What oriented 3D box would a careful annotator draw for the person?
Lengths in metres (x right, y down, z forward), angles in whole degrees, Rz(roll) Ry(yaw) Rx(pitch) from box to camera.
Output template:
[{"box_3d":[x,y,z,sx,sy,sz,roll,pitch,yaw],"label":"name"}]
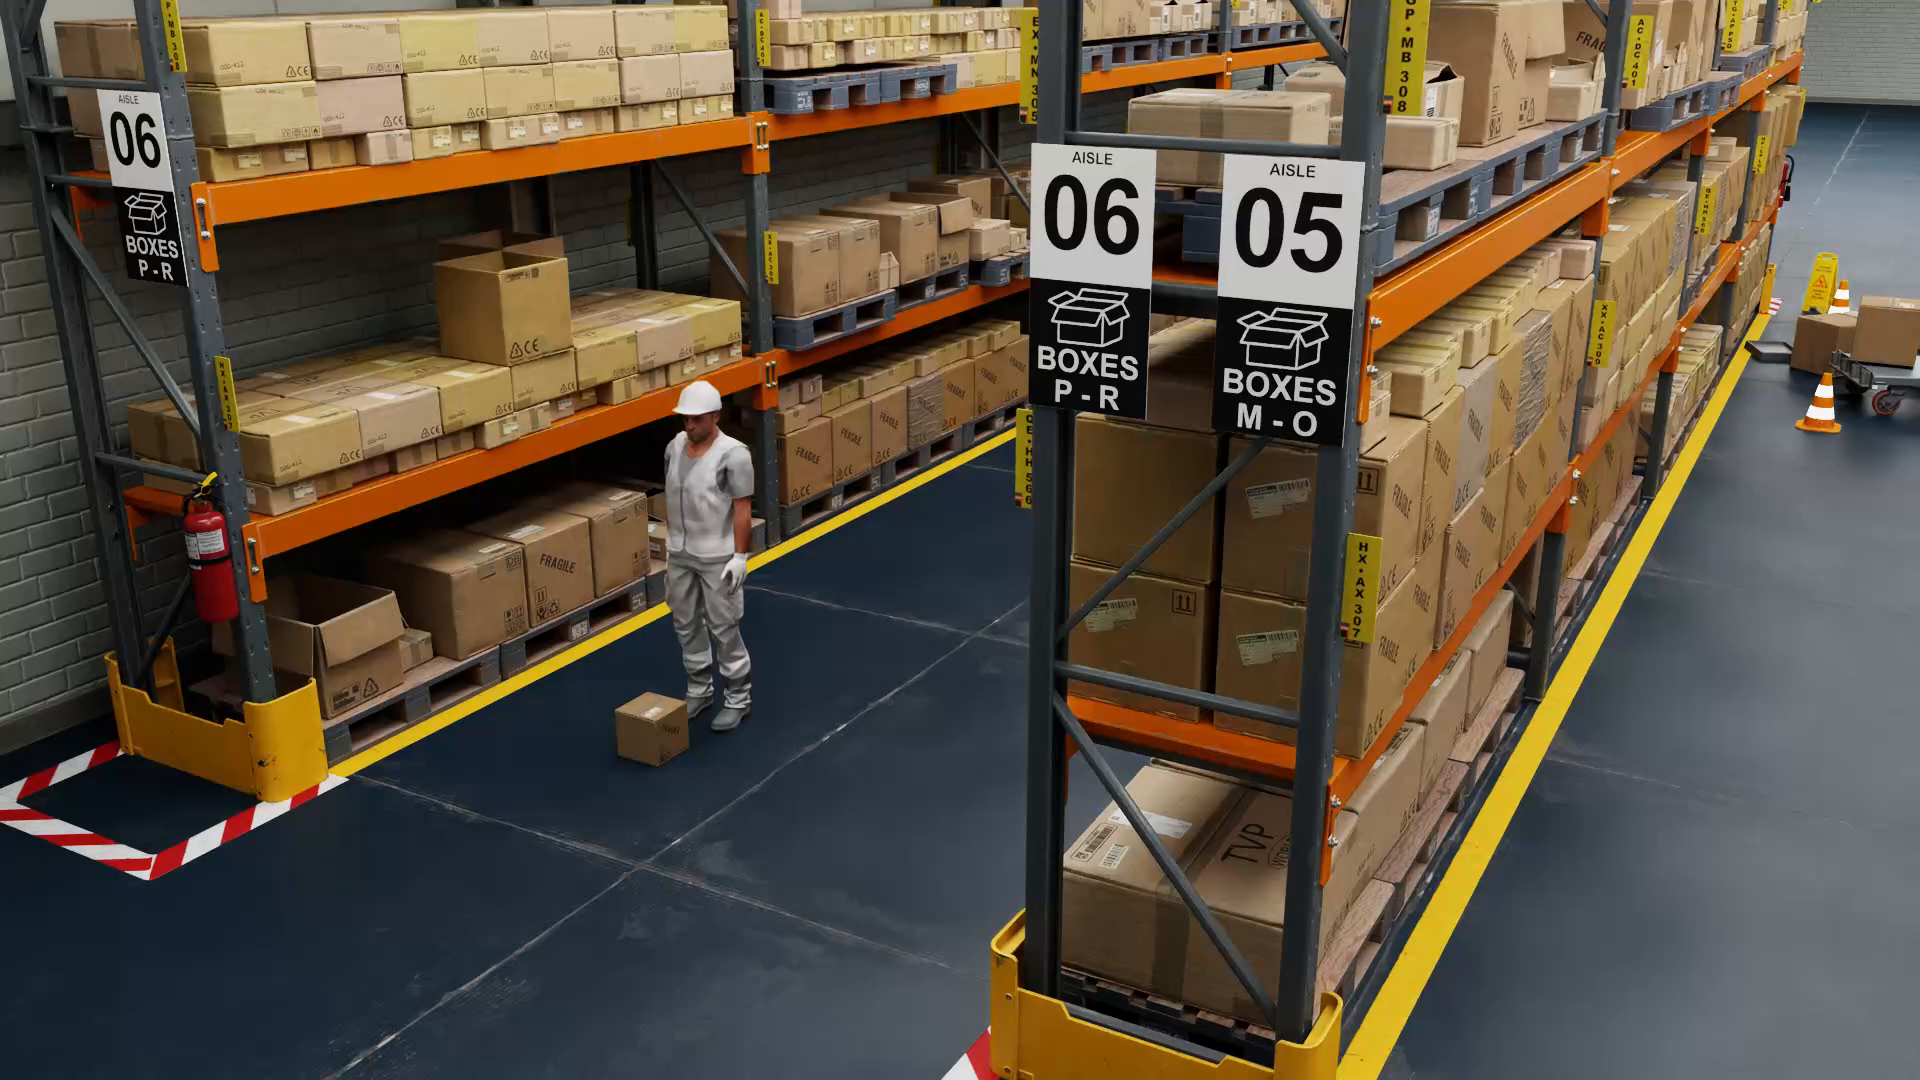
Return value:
[{"box_3d":[-1.268,0.074,8.327,0.527,1.783,0.344,11,22,29],"label":"person"}]
